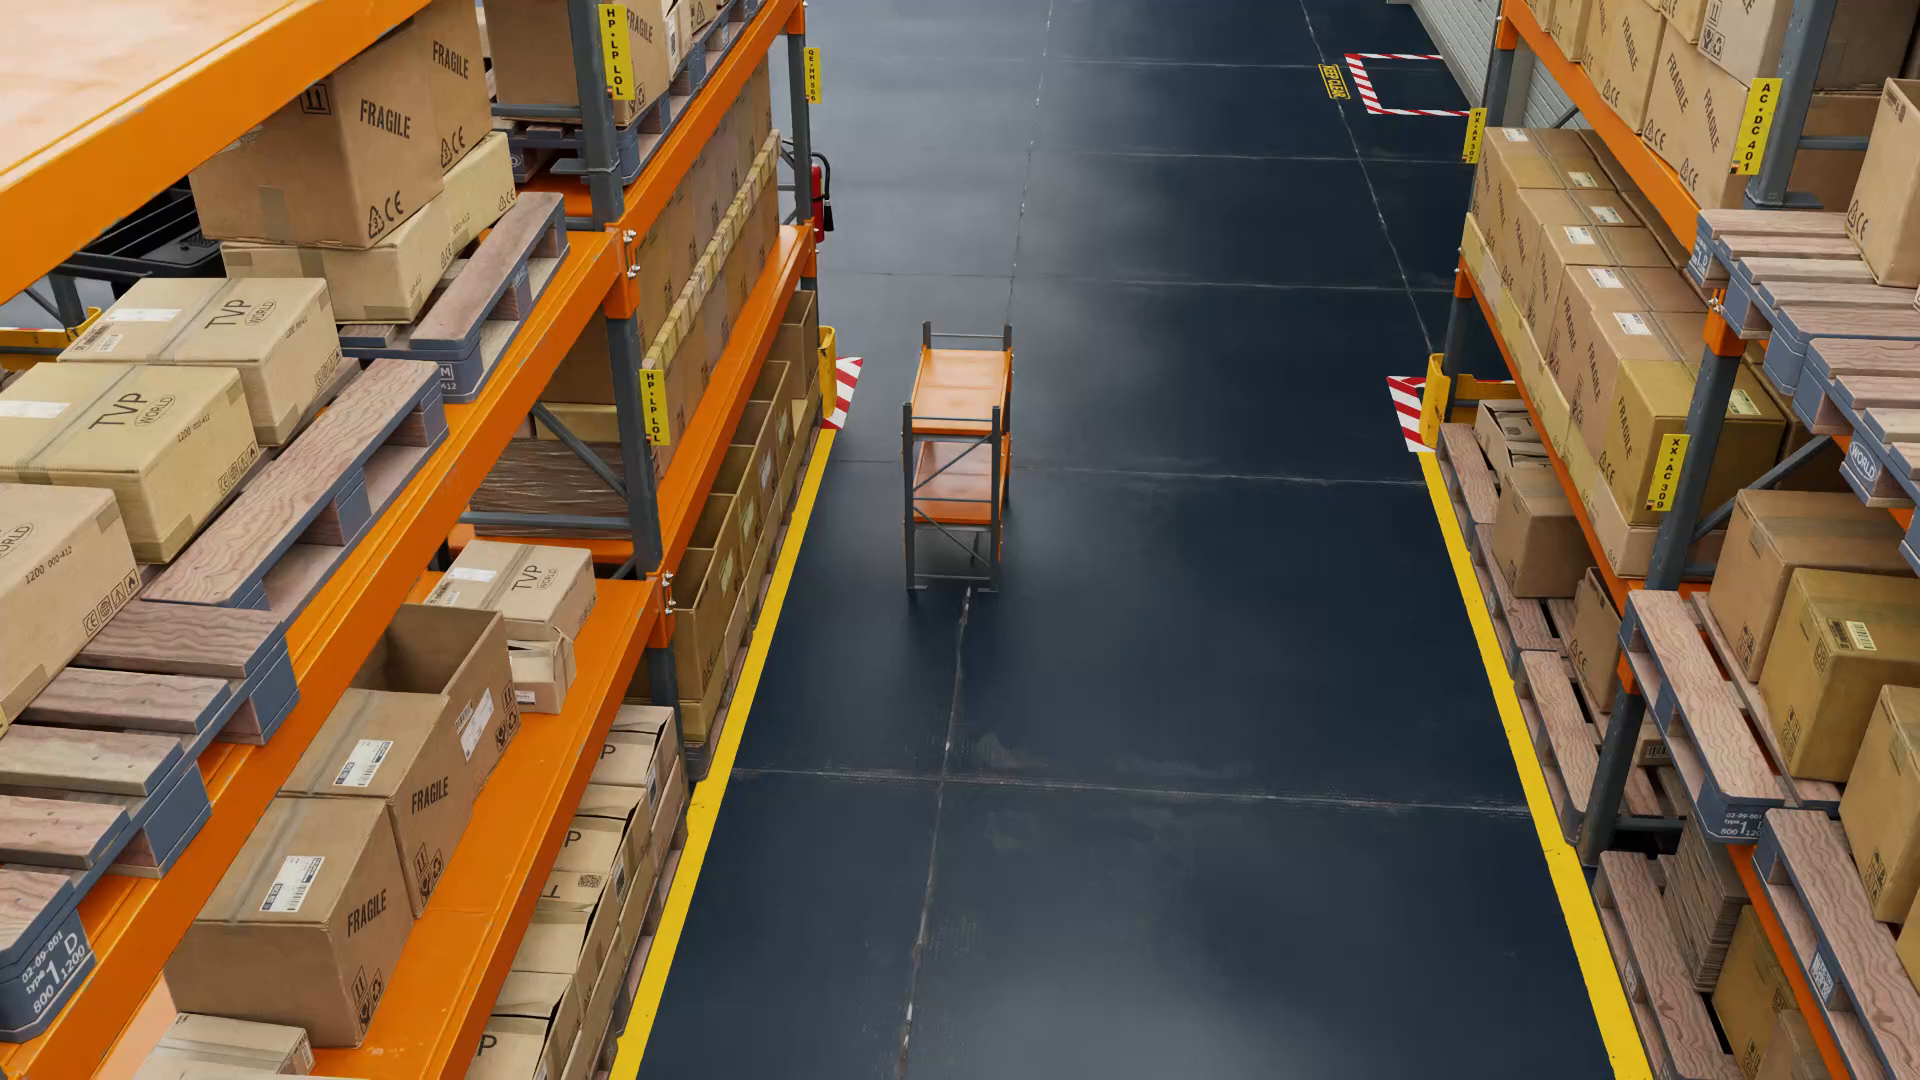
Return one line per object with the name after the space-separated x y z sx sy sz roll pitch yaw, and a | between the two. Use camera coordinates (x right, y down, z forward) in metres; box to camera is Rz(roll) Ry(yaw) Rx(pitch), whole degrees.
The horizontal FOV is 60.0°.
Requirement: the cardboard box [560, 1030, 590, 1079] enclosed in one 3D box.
-1.605 1.946 5.735 0.500 0.250 0.500 3 32 5 | cardboard box

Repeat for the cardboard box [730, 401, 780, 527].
-1.263 -0.414 8.850 0.500 0.500 0.500 2 32 4 | cardboard box

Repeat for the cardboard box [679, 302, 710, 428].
-1.622 -0.887 8.015 0.700 0.500 0.500 3 32 5 | cardboard box

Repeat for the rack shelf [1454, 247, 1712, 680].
3.367 -0.603 8.336 1.077 0.370 4.000 2 32 4 | rack shelf

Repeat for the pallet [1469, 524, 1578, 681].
3.321 0.331 8.792 1.003 0.211 1.213 2 32 4 | pallet

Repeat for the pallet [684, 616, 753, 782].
-1.626 0.700 8.194 1.003 0.211 1.213 2 32 4 | pallet

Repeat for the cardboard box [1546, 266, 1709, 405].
3.022 -0.912 7.561 0.500 0.500 0.500 2 32 3 | cardboard box

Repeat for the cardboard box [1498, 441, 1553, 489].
3.338 -0.342 9.370 0.500 0.311 0.500 5 32 8 | cardboard box

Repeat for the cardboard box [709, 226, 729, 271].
-1.373 -1.465 8.334 0.380 0.149 0.250 2 32 3 | cardboard box

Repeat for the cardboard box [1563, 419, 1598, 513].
2.990 -0.329 7.329 0.500 0.250 0.500 3 32 4 | cardboard box

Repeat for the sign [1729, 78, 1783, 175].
2.663 -1.380 5.559 0.100 0.325 0.005 2 32 4 | sign

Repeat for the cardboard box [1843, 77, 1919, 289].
3.080 -1.080 5.068 0.500 0.500 0.500 7 32 11 | cardboard box

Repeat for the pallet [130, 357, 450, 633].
-2.004 -0.122 4.190 1.003 0.211 1.213 4 32 6 | pallet

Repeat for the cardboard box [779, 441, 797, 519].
-1.224 -0.357 9.471 0.500 0.250 0.500 2 32 4 | cardboard box

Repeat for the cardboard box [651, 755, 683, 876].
-1.478 1.148 7.030 0.500 0.250 0.500 2 32 4 | cardboard box

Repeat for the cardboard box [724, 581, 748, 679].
-1.347 0.428 8.198 0.500 0.250 0.500 2 32 4 | cardboard box

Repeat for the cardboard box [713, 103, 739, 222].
-1.540 -1.950 8.503 0.700 0.500 0.500 3 32 4 | cardboard box

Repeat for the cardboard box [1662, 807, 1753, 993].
3.161 1.399 6.365 0.700 0.500 0.500 3 32 6 | cardboard box

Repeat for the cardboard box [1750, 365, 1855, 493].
3.451 -0.365 6.672 0.500 0.500 0.500 2 32 3 | cardboard box

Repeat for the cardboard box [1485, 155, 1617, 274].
3.142 -1.725 8.879 0.500 0.500 0.500 3 32 4 | cardboard box

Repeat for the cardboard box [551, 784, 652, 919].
-1.516 1.176 6.449 0.500 0.311 0.500 3 32 5 | cardboard box

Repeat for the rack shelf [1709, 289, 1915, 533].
3.042 0.211 4.155 1.077 0.370 4.000 2 32 4 | rack shelf

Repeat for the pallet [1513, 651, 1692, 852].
3.224 0.971 7.754 1.003 0.211 1.213 2 32 4 | pallet

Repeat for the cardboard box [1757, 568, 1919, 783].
3.076 0.463 5.405 0.700 0.500 0.500 6 32 9 | cardboard box

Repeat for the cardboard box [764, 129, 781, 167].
-1.248 -2.276 9.651 0.380 0.149 0.250 2 32 3 | cardboard box

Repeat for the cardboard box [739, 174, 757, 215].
-1.312 -1.874 8.998 0.380 0.149 0.250 3 32 5 | cardboard box

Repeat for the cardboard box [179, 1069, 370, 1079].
-1.793 1.597 4.165 0.500 0.311 0.500 2 32 3 | cardboard box

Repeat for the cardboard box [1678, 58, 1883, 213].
3.000 -1.468 6.080 0.500 0.500 0.500 3 32 5 | cardboard box

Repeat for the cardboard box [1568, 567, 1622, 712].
3.249 0.469 7.874 0.500 0.500 0.500 0 32 0 | cardboard box

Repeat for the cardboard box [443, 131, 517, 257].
-1.793 -1.144 5.410 0.500 0.250 0.500 6 32 9 | cardboard box

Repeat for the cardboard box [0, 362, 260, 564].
-1.995 -0.187 3.858 0.500 0.250 0.500 2 32 3 | cardboard box

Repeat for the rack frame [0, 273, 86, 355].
-6.344 -2.379 10.531 1.000 3.000 0.127 2 32 4 | rack frame

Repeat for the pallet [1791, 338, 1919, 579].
2.967 -0.200 4.316 1.213 0.211 1.003 2 32 4 | pallet

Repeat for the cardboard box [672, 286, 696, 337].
-1.436 -1.059 7.675 0.380 0.149 0.250 1 32 2 | cardboard box

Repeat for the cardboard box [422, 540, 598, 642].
-1.729 0.250 6.409 0.500 0.250 0.500 4 32 7 | cardboard box

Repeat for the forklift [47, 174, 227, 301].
-3.398 -0.504 7.555 1.130 2.935 3.031 9 33 14 | forklift

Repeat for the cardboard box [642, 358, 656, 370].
-1.498 -0.656 7.022 0.380 0.149 0.250 3 32 5 | cardboard box

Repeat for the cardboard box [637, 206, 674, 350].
-1.663 -1.165 7.230 0.700 0.500 0.500 2 32 4 | cardboard box

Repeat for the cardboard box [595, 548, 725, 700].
-1.383 0.370 7.577 0.500 0.500 0.500 2 32 4 | cardboard box

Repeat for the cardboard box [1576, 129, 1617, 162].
3.704 -1.964 9.267 0.500 0.500 0.500 2 32 3 | cardboard box

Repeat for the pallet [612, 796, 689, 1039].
-1.754 1.501 6.894 1.003 0.211 1.213 2 32 4 | pallet

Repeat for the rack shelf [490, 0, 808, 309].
-1.570 -2.090 7.889 1.077 0.370 4.000 2 32 4 | rack shelf

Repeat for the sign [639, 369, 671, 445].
-1.191 -0.515 6.478 0.100 0.325 0.005 2 32 4 | sign

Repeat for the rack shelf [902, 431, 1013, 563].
-0.001 -0.267 9.358 0.538 0.278 1.000 2 32 4 | rack shelf

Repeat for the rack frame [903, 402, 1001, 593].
-0.042 -0.210 8.798 0.500 1.125 0.032 2 32 4 | rack frame

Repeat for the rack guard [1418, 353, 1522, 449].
3.524 -0.852 10.436 1.175 0.500 0.348 2 32 4 | rack guard

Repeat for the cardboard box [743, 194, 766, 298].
-1.496 -1.689 9.317 0.700 0.500 0.500 3 32 5 | cardboard box

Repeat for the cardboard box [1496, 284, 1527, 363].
3.099 -1.120 8.613 0.500 0.250 0.500 2 32 3 | cardboard box

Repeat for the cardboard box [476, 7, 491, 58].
-1.907 -2.124 6.965 0.380 0.149 0.250 2 32 4 | cardboard box

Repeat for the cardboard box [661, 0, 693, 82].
-1.385 -2.085 6.747 0.500 0.311 0.500 1 32 1 | cardboard box

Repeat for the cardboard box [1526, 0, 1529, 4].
3.254 -3.119 8.759 0.500 0.500 0.500 3 32 5 | cardboard box

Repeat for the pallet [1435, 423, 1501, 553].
3.423 -0.305 9.824 1.003 0.211 1.213 2 32 4 | pallet

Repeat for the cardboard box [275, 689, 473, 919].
-1.895 0.822 5.242 0.500 0.500 0.500 3 32 4 | cardboard box

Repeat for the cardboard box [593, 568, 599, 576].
-1.861 0.086 8.037 0.500 0.500 0.500 2 32 4 | cardboard box

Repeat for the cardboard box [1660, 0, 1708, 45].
3.009 -2.180 6.282 0.500 0.500 0.500 4 32 7 | cardboard box

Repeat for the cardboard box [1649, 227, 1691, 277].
3.574 -1.167 7.974 0.500 0.500 0.500 3 32 5 | cardboard box

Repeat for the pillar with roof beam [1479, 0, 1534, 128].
0.533 -7.428 13.006 9.100 9.000 0.400 2 32 4 | pillar with roof beam

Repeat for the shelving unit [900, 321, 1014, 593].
-0.001 -0.475 9.229 0.538 1.125 1.048 2 32 4 | shelving unit

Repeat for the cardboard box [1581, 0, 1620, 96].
3.114 -2.287 7.409 0.500 0.500 0.500 4 32 7 | cardboard box

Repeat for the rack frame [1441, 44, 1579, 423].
3.530 -1.955 9.844 1.000 3.000 0.127 2 32 4 | rack frame
